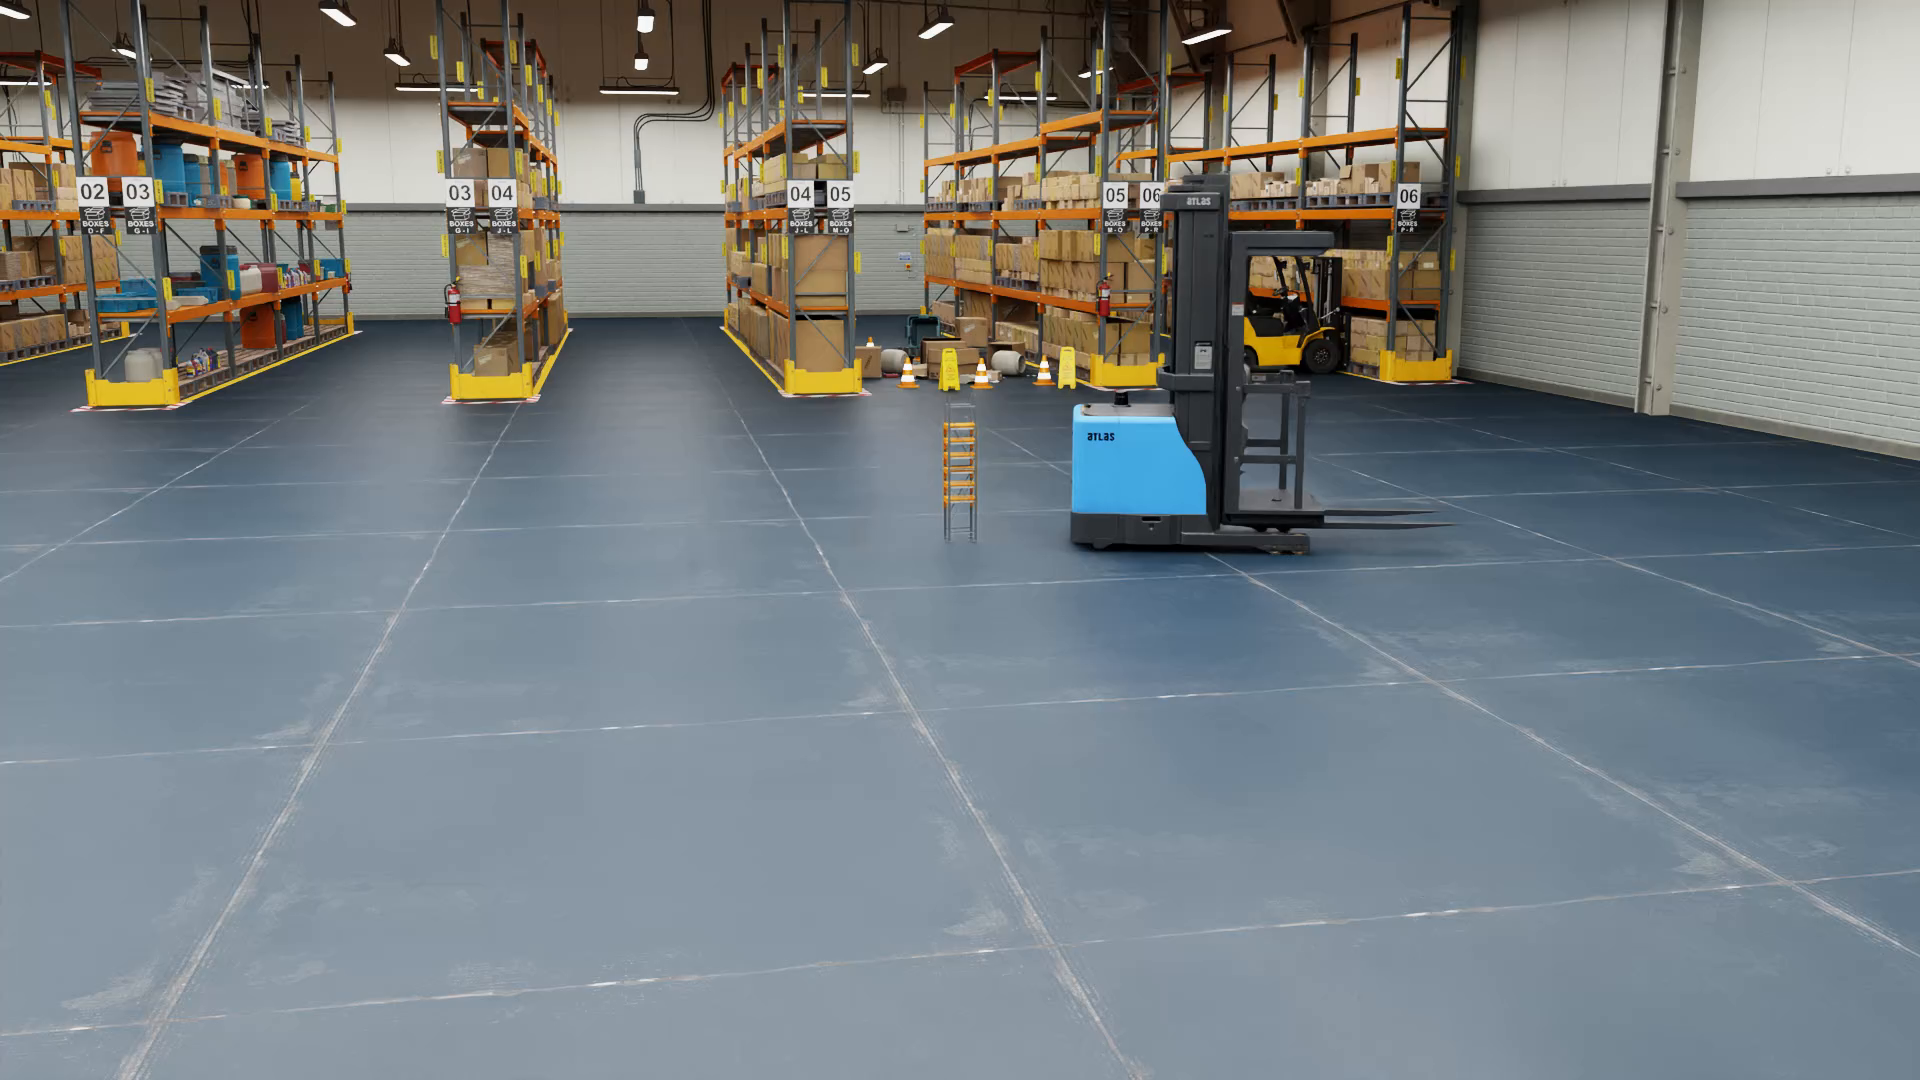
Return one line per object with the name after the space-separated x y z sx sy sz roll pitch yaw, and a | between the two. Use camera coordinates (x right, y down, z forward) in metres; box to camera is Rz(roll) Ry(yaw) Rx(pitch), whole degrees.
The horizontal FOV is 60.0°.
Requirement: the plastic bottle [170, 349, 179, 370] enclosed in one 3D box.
-12.749 -2.918 26.911 0.144 0.351 0.185 -2 11 -11 | plastic bottle

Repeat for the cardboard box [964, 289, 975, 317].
0.582 -5.220 37.659 0.875 0.875 0.875 -2 11 -9 | cardboard box

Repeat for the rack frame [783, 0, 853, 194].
-2.119 -6.716 24.915 1.000 3.000 0.127 -2 11 -11 | rack frame

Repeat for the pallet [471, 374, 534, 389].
-7.142 -2.401 25.749 1.003 0.211 1.213 -2 11 -11 | pallet

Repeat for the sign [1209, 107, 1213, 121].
5.794 -9.855 38.483 0.100 0.325 0.005 -2 11 -11 | sign

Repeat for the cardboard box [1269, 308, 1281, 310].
6.272 -4.421 34.131 0.875 0.625 0.625 -2 11 -9 | cardboard box

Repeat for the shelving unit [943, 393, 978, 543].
0.003 -0.587 13.570 0.258 1.200 0.189 -2 11 -11 | shelving unit

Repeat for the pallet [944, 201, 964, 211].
0.234 -7.749 38.600 1.003 0.211 1.213 -2 11 -11 | pallet

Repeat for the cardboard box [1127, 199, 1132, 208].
2.832 -5.435 26.880 0.380 0.149 0.250 -2 11 -13 | cardboard box

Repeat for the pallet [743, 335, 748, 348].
-4.059 -4.233 35.372 1.003 0.211 1.213 -2 11 -11 | pallet

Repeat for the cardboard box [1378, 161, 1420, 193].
7.260 -5.999 27.512 0.500 0.500 0.500 -2 11 -9 | cardboard box

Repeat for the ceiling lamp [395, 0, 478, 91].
-13.026 -12.760 41.058 2.000 3.185 0.800 -2 11 -11 | ceiling lamp

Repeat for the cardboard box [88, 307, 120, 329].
-19.486 -5.079 37.870 0.500 0.500 0.500 -2 11 -11 | cardboard box

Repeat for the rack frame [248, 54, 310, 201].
-14.196 -8.575 34.681 1.000 3.000 0.127 -2 11 -11 | rack frame

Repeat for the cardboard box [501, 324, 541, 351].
-8.173 -3.735 30.808 0.700 0.500 0.500 -1 11 -6 | cardboard box

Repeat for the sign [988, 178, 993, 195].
0.615 -7.182 33.793 0.100 0.325 0.005 -2 11 -11 | sign

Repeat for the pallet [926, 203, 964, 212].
-0.241 -8.196 40.952 1.003 0.211 1.213 -2 11 -11 | pallet

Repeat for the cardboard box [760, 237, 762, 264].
-3.498 -5.601 32.160 0.700 0.500 0.500 -2 11 -12 | cardboard box

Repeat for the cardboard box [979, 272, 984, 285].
0.693 -5.537 35.169 0.500 0.250 0.500 -2 11 -10 | cardboard box

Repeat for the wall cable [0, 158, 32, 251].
-25.442 -8.473 42.452 3.097 2.526 0.112 -2 11 -11 | wall cable

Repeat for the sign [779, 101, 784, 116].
-3.910 -9.475 36.488 0.100 0.325 0.005 -2 11 -11 | sign

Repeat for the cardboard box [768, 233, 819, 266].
-2.859 -5.038 28.853 0.875 0.550 0.550 -2 11 -11 | cardboard box

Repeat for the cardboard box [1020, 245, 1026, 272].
1.432 -5.365 31.674 0.500 0.500 0.500 -2 11 -9 | cardboard box

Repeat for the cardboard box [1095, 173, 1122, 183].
2.361 -5.761 26.457 0.380 0.149 0.250 -2 11 -10 | cardboard box

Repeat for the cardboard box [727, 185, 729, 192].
-5.332 -8.333 39.428 0.380 0.149 0.250 -2 11 -10 | cardboard box

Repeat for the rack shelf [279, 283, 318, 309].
-13.807 -4.908 33.382 1.077 0.370 4.000 -2 11 -11 | rack shelf

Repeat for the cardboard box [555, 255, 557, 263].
-9.268 -6.437 37.091 0.500 0.500 0.500 -2 11 -11 | cardboard box

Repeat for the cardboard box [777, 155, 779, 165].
-2.666 -5.956 26.092 0.380 0.149 0.250 -2 11 -10 | cardboard box

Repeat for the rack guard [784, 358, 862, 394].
-2.114 -2.537 25.686 1.175 0.500 0.348 -2 11 -11 | rack guard

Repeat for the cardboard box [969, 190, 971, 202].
0.395 -7.434 35.948 0.396 0.266 0.258 -1 11 -6 | cardboard box

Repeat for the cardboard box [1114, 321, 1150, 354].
2.826 -3.354 27.520 0.500 0.500 0.500 -3 11 -13 | cardboard box

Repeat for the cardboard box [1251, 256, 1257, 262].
6.063 -5.678 33.505 0.380 0.149 0.250 -2 11 -10 | cardboard box

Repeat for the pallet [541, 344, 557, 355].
-8.639 -3.852 33.369 1.003 0.211 1.213 -2 11 -11 | pallet

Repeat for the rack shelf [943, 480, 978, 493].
0.003 -0.425 13.601 0.258 0.103 0.180 -2 11 -11 | rack shelf

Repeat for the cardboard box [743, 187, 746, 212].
-4.145 -6.946 33.876 0.500 0.500 0.500 -2 11 -11 | cardboard box

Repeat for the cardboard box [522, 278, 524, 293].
-7.440 -4.177 26.557 0.875 0.500 0.500 -2 11 -11 | cardboard box

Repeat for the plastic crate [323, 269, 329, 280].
-14.323 -5.941 37.177 0.416 0.233 0.300 -2 11 -11 | plastic crate

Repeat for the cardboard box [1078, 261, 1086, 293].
2.248 -4.344 27.435 0.500 0.500 0.500 -2 11 -11 | cardboard box

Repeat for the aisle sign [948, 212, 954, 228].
-0.105 -8.204 41.822 0.394 0.787 0.004 -2 11 -11 | aisle sign

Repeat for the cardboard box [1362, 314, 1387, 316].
7.397 -3.868 29.554 0.500 0.250 0.500 -2 11 -12 | cardboard box

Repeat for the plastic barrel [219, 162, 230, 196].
-13.344 -6.300 29.604 0.600 0.830 0.708 -2 11 -11 | plastic barrel

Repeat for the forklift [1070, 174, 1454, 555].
2.421 -1.425 13.347 3.031 2.935 1.130 1 11 4 | forklift

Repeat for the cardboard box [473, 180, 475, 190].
-7.364 -5.242 24.530 0.380 0.149 0.250 -2 11 -11 | cardboard box

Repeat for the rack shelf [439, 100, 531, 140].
-7.393 -6.566 26.059 1.077 0.370 4.000 -2 11 -11 | rack shelf

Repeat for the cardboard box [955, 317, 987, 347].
0.199 -3.775 30.167 0.500 0.500 0.500 -2 11 -11 | cardboard box

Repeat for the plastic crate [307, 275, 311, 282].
-14.147 -5.618 35.737 0.396 0.136 0.243 -2 11 -11 | plastic crate

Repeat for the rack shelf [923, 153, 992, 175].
-0.006 -8.932 39.553 1.077 0.370 4.000 -2 11 -11 | rack shelf

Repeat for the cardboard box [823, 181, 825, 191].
-1.922 -5.496 25.807 0.380 0.149 0.250 -2 11 -10 | cardboard box

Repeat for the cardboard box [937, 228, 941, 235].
-0.337 -7.400 39.876 0.380 0.149 0.250 -2 11 -12 | cardboard box

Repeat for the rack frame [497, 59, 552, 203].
-9.338 -8.755 35.628 1.000 3.000 0.127 -2 11 -11 | rack frame

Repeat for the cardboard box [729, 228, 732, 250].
-5.118 -7.016 38.799 0.500 0.500 0.500 -2 11 -13 | cardboard box
